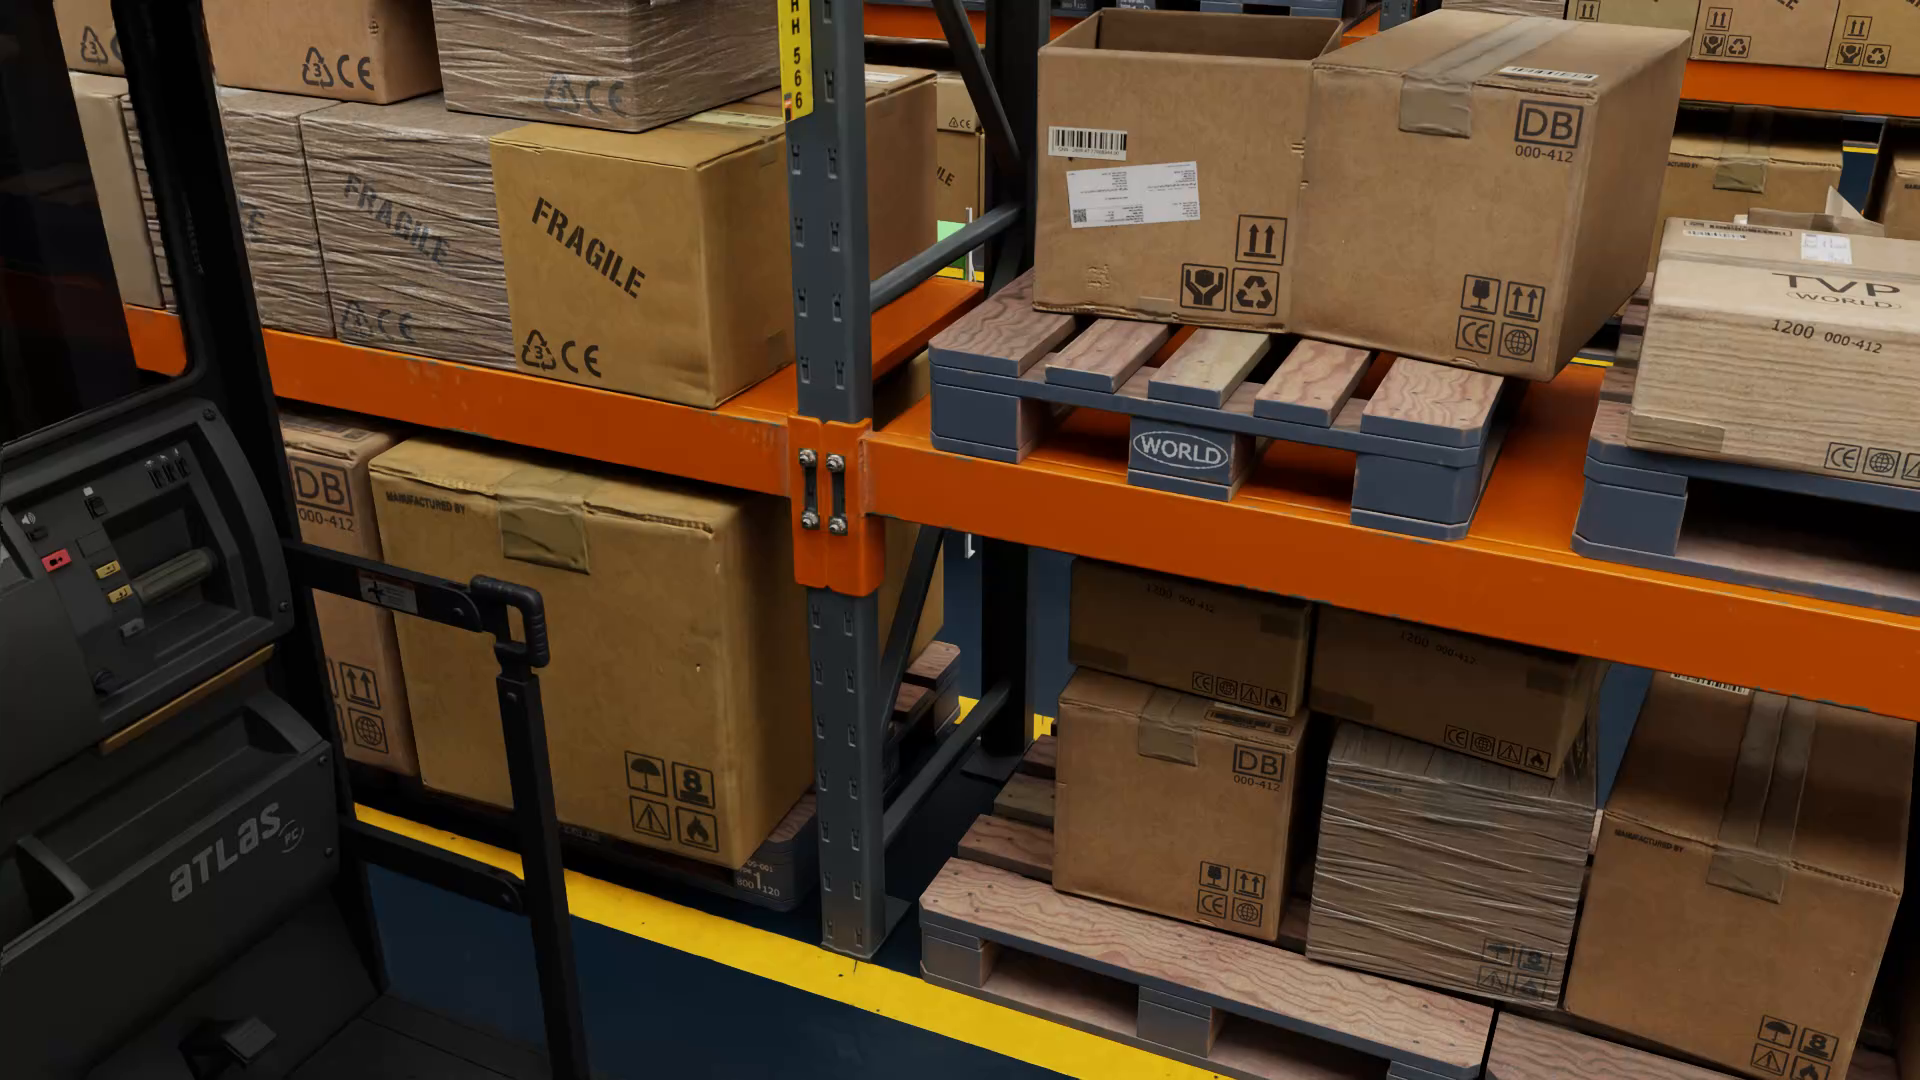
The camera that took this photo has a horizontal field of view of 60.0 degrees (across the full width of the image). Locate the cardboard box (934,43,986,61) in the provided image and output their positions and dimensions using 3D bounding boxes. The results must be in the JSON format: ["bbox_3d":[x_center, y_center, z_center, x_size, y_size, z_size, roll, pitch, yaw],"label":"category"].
[{"bbox_3d":[0.179,-2.478,8.892,0.500,0.250,0.500,10,28,20],"label":"cardboard box"}]

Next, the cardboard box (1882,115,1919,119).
[{"bbox_3d":[6.553,-3.080,11.109,0.625,0.372,0.950,13,29,25],"label":"cardboard box"}]

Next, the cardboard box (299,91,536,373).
[{"bbox_3d":[-1.060,-0.721,3.705,0.500,0.500,0.500,11,28,21],"label":"cardboard box"}]

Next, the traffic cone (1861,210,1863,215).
[{"bbox_3d":[5.301,-2.022,9.333,0.334,0.463,0.336,11,28,22],"label":"traffic cone"}]

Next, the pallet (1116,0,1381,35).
[{"bbox_3d":[1.396,-2.569,7.790,1.003,0.211,1.213,11,28,22],"label":"pallet"}]

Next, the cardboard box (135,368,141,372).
[{"bbox_3d":[-2.293,-0.287,4.866,0.875,0.875,1.225,10,28,20],"label":"cardboard box"}]

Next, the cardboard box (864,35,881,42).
[{"bbox_3d":[-0.770,-2.668,9.279,0.500,0.250,0.500,11,28,20],"label":"cardboard box"}]

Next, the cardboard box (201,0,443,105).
[{"bbox_3d":[-1.307,-1.347,3.842,0.637,0.503,0.797,12,29,23],"label":"cardboard box"}]

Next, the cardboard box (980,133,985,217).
[{"bbox_3d":[0.422,-1.837,8.439,0.500,0.500,0.500,10,28,20],"label":"cardboard box"}]

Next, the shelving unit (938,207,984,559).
[{"bbox_3d":[-0.151,-0.569,5.546,0.503,1.200,0.258,11,28,22],"label":"shelving unit"}]

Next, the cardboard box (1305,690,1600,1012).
[{"bbox_3d":[1.072,0.543,3.583,0.500,0.500,0.700,9,28,18],"label":"cardboard box"}]

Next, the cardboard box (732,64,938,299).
[{"bbox_3d":[-0.386,-0.835,3.937,0.500,0.500,0.500,12,29,23],"label":"cardboard box"}]

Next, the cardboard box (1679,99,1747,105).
[{"bbox_3d":[5.231,-3.347,11.652,0.625,0.372,0.950,11,28,21],"label":"cardboard box"}]

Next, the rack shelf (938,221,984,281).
[{"bbox_3d":[-0.151,-0.942,5.363,0.480,0.148,0.258,11,28,22],"label":"rack shelf"}]

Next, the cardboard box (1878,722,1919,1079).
[{"bbox_3d":[2.099,0.746,3.171,0.500,0.500,0.700,9,28,17],"label":"cardboard box"}]

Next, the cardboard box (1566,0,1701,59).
[{"bbox_3d":[2.850,-2.330,6.974,0.500,0.500,0.500,11,28,21],"label":"cardboard box"}]

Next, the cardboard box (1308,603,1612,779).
[{"bbox_3d":[1.053,0.199,3.433,0.500,0.250,0.500,15,30,28],"label":"cardboard box"}]

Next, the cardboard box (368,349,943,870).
[{"bbox_3d":[-0.676,0.038,4.206,0.875,0.875,1.225,10,28,19],"label":"cardboard box"}]

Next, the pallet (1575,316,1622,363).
[{"bbox_3d":[2.775,-1.142,7.831,1.213,0.211,1.003,11,28,22],"label":"pallet"}]

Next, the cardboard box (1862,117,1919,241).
[{"bbox_3d":[4.251,-1.271,7.007,0.750,0.750,1.050,11,28,22],"label":"cardboard box"}]

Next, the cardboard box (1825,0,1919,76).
[{"bbox_3d":[3.761,-2.146,6.599,0.500,0.500,0.500,11,28,21],"label":"cardboard box"}]

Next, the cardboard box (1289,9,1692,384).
[{"bbox_3d":[1.001,-0.681,3.148,0.500,0.500,0.700,16,30,29],"label":"cardboard box"}]

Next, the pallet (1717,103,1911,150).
[{"bbox_3d":[5.863,-2.959,11.520,1.213,0.211,1.003,11,28,22],"label":"pallet"}]

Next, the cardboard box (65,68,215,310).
[{"bbox_3d":[-1.997,-0.908,4.085,0.500,0.500,0.500,12,29,23],"label":"cardboard box"}]

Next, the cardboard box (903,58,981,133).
[{"bbox_3d":[-0.041,-2.270,8.470,0.500,0.250,0.500,13,29,24],"label":"cardboard box"}]

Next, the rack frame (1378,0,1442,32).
[{"bbox_3d":[2.089,-2.568,7.570,0.127,3.000,1.000,11,28,22],"label":"rack frame"}]

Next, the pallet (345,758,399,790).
[{"bbox_3d":[-1.850,0.261,4.981,1.213,0.211,1.003,11,28,22],"label":"pallet"}]

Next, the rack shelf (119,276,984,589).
[{"bbox_3d":[-1.877,-0.635,4.458,4.000,0.370,1.077,11,28,22],"label":"rack shelf"}]

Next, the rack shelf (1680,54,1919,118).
[{"bbox_3d":[3.909,-1.879,6.986,4.000,0.370,1.077,11,28,22],"label":"rack shelf"}]

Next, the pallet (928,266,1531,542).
[{"bbox_3d":[0.636,-0.418,3.421,1.003,0.211,1.213,11,28,22],"label":"pallet"}]

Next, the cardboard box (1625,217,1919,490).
[{"bbox_3d":[1.374,-0.314,2.687,0.500,0.250,0.500,11,28,20],"label":"cardboard box"}]

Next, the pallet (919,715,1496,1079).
[{"bbox_3d":[0.654,0.803,3.881,1.213,0.211,1.003,11,28,22],"label":"pallet"}]
